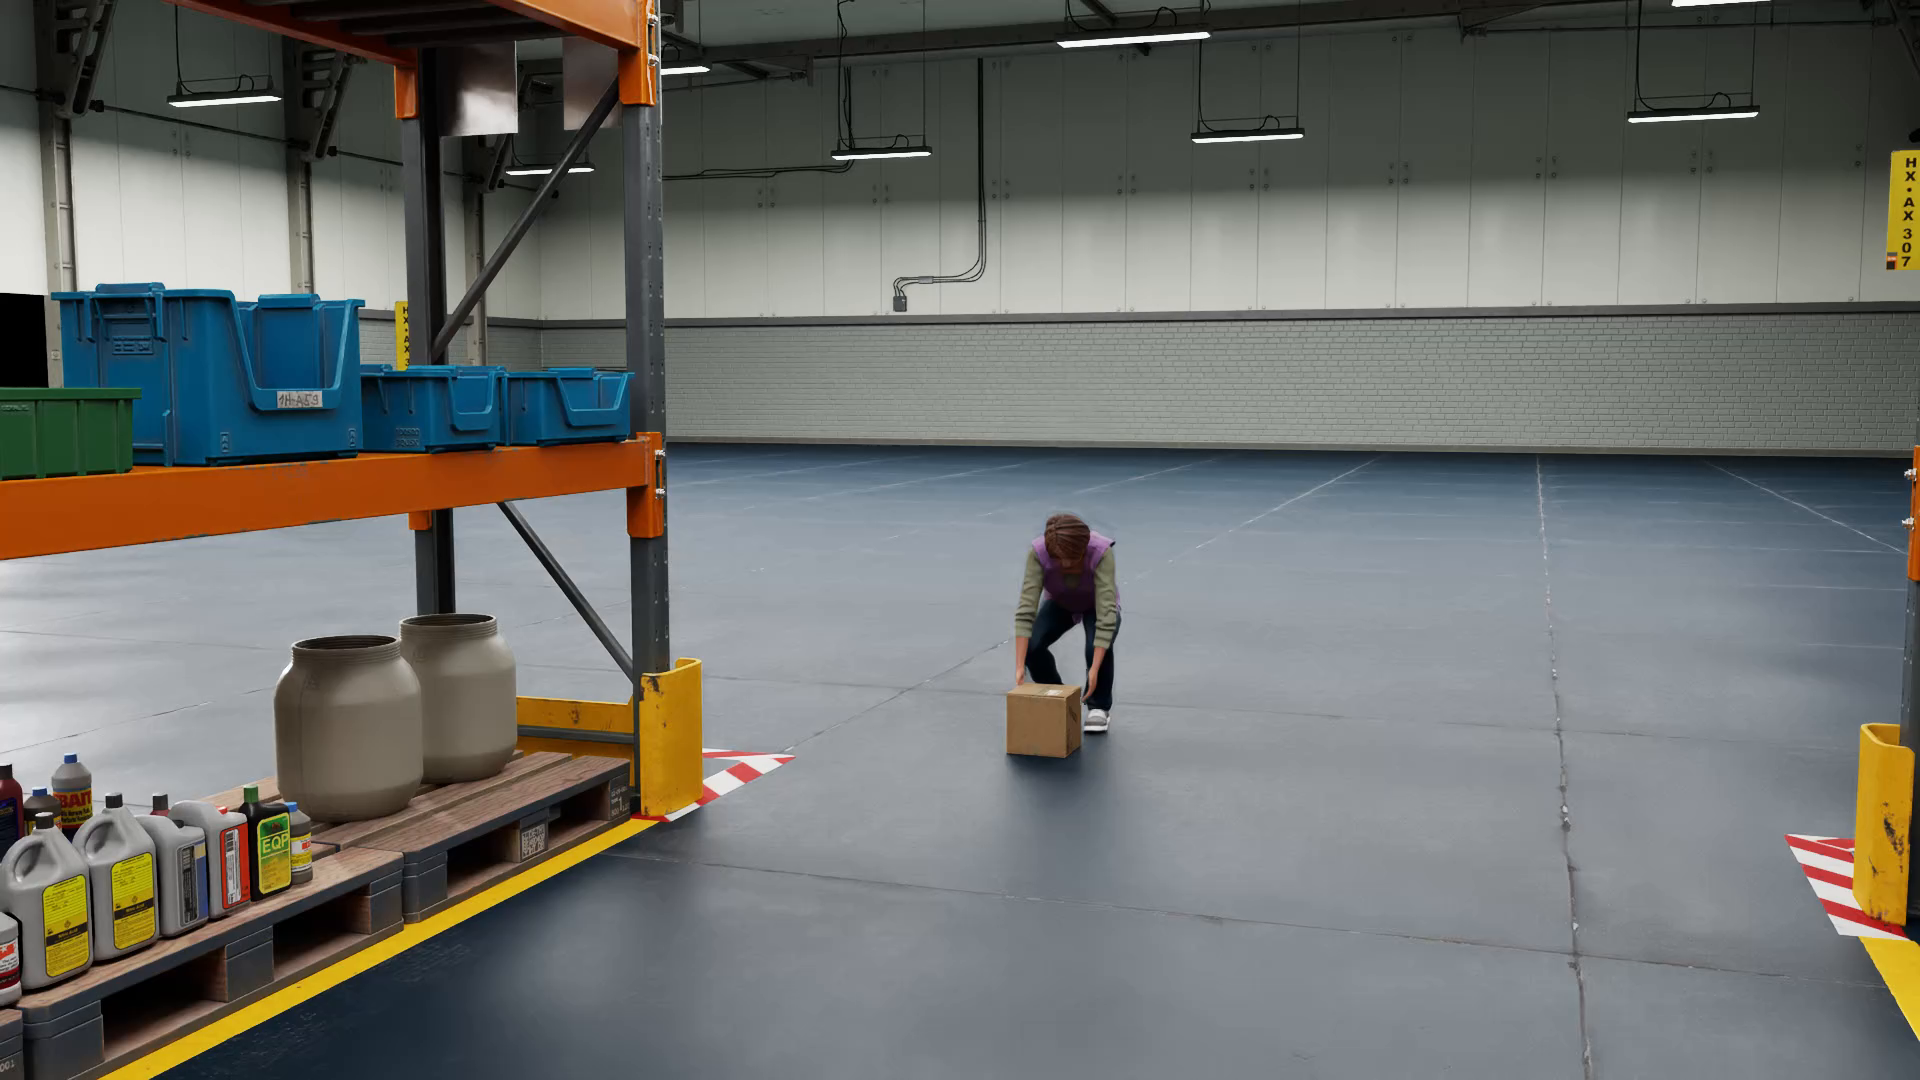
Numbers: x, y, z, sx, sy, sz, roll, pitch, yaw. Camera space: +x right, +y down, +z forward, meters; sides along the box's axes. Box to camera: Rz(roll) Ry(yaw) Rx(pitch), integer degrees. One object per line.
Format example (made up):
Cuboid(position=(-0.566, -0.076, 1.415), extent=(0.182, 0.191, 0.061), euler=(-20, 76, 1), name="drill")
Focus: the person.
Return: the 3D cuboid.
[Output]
Cuboid(position=(0.493, 0.345, 7.136), extent=(0.453, 0.973, 0.780), euler=(2, 6, 18), name="person")
